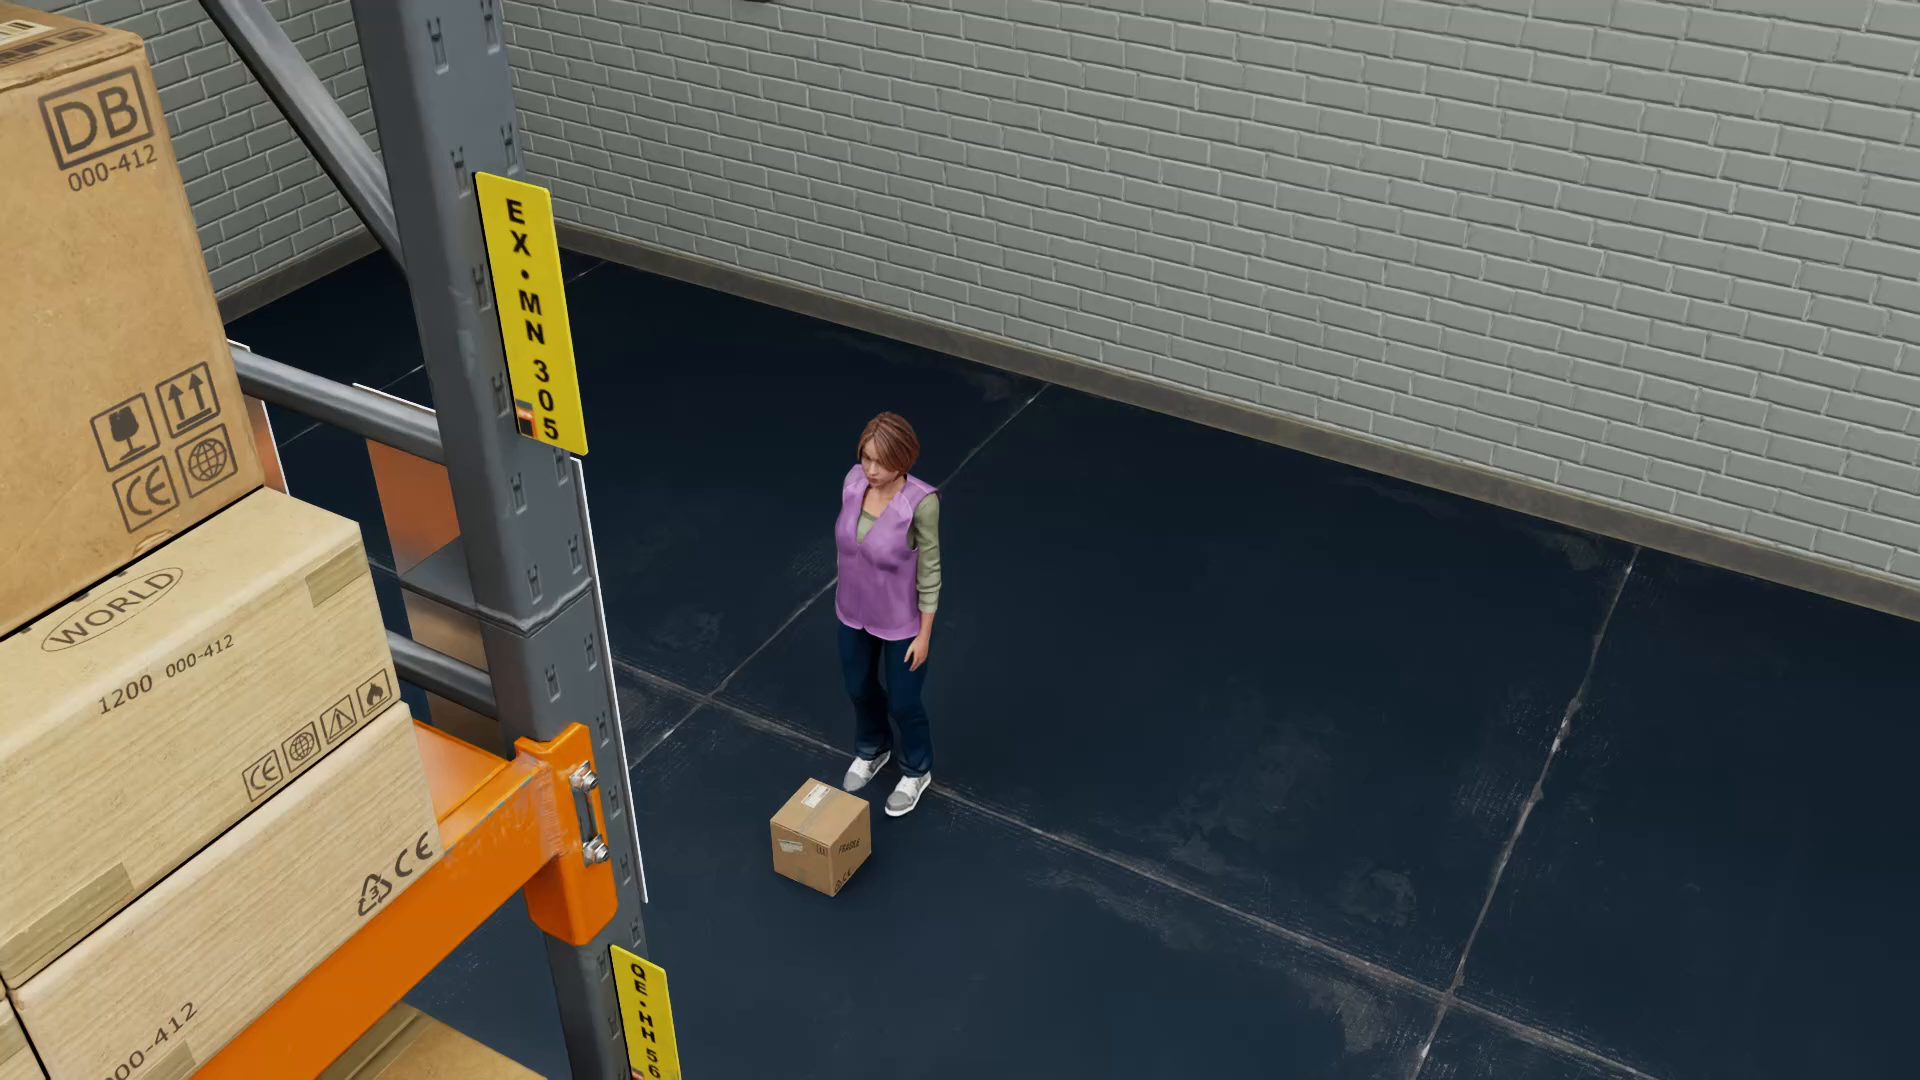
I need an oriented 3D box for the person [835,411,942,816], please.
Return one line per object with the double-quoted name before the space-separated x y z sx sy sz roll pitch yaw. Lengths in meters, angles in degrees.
"person" -0.248 0.280 5.774 0.418 1.622 0.306 19 39 25
